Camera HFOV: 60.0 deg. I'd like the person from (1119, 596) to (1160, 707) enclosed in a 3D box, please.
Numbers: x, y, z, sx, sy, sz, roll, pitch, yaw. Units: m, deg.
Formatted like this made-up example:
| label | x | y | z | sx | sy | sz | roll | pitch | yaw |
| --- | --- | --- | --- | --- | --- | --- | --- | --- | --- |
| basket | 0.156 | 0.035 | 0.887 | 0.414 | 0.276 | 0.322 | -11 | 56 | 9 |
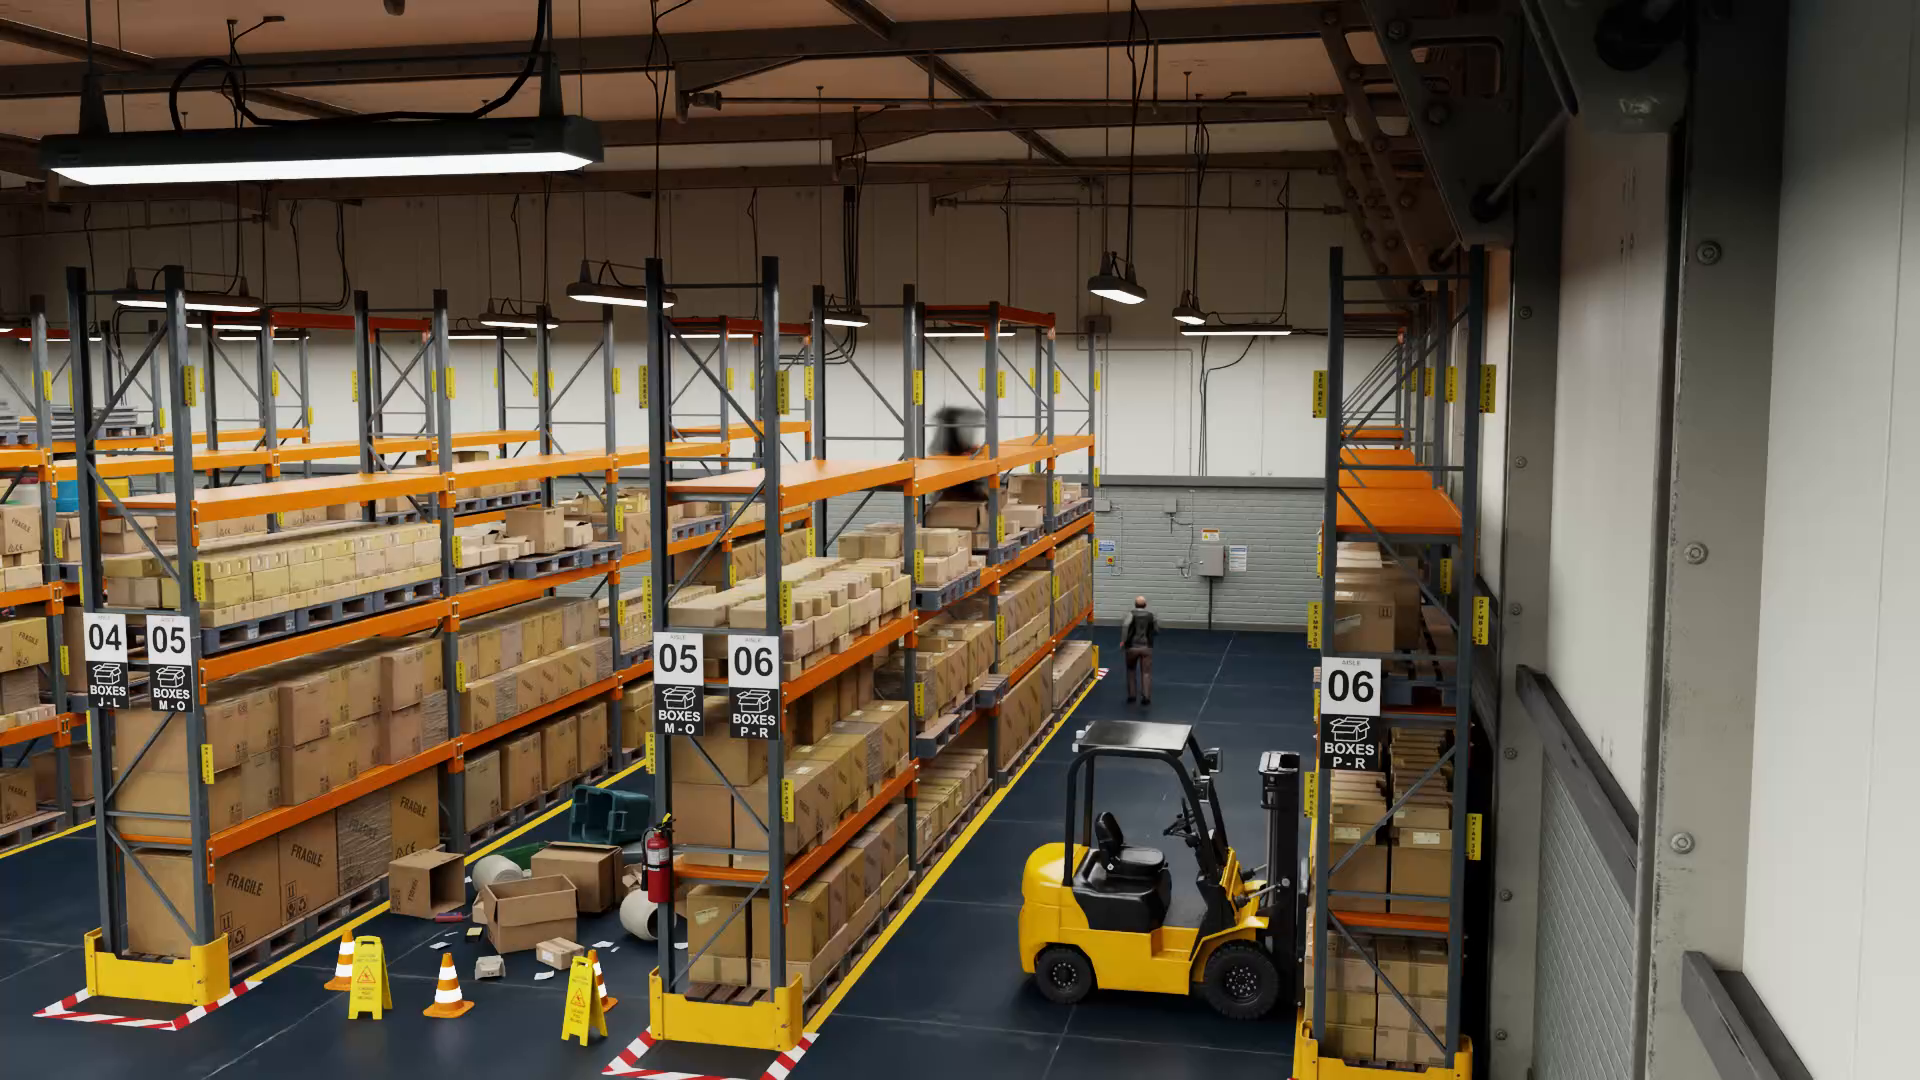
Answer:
| label | x | y | z | sx | sy | sz | roll | pitch | yaw |
| --- | --- | --- | --- | --- | --- | --- | --- | --- | --- |
| person | 2.772 | 1.724 | 25.628 | 0.659 | 1.685 | 0.986 | 0 | 6 | 0 |
